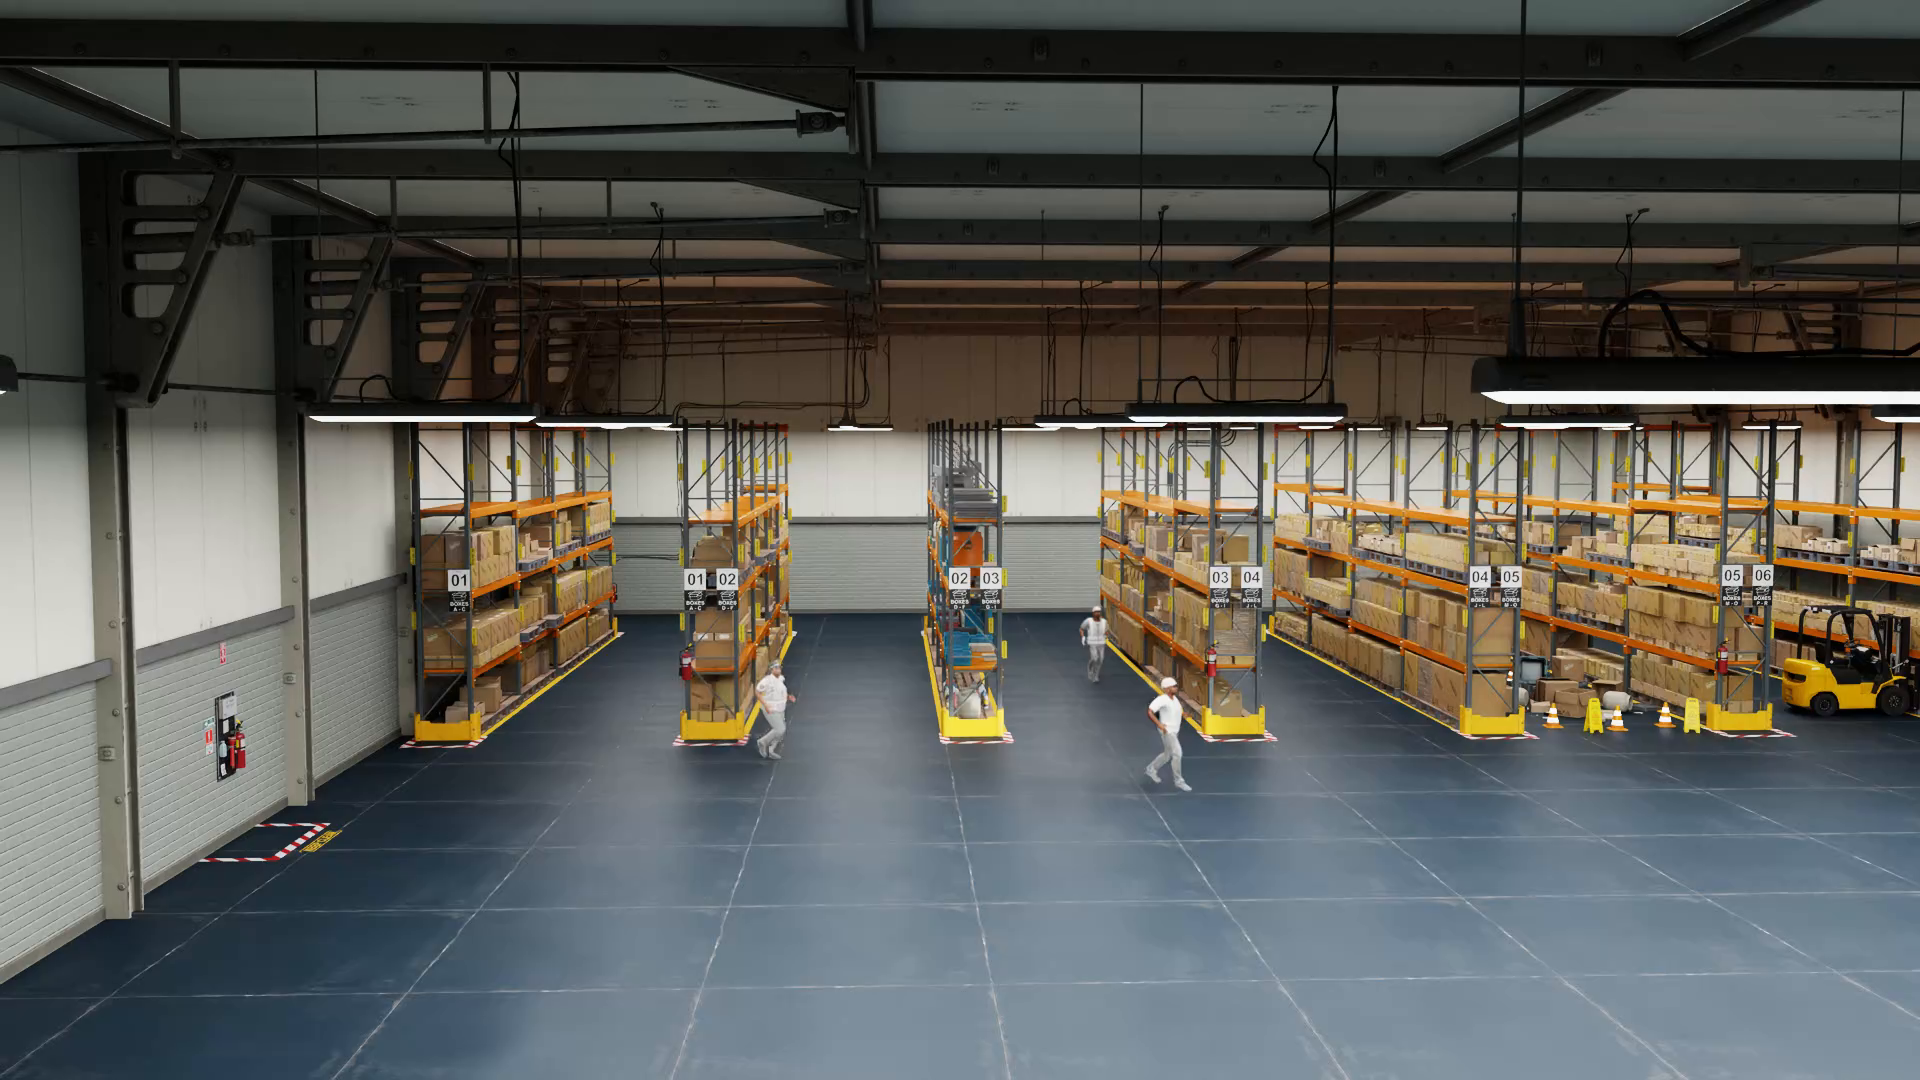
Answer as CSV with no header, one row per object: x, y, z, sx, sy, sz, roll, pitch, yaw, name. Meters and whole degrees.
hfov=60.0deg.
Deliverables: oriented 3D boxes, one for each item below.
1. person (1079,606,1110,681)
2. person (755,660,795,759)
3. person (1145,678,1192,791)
3.141,2.392,38.139,0.668,1.738,0.634,-1,4,-16,person
-3.216,2.974,29.270,0.612,1.753,0.645,2,4,28,person
3.369,3.108,26.825,0.841,1.789,0.688,2,4,26,person
